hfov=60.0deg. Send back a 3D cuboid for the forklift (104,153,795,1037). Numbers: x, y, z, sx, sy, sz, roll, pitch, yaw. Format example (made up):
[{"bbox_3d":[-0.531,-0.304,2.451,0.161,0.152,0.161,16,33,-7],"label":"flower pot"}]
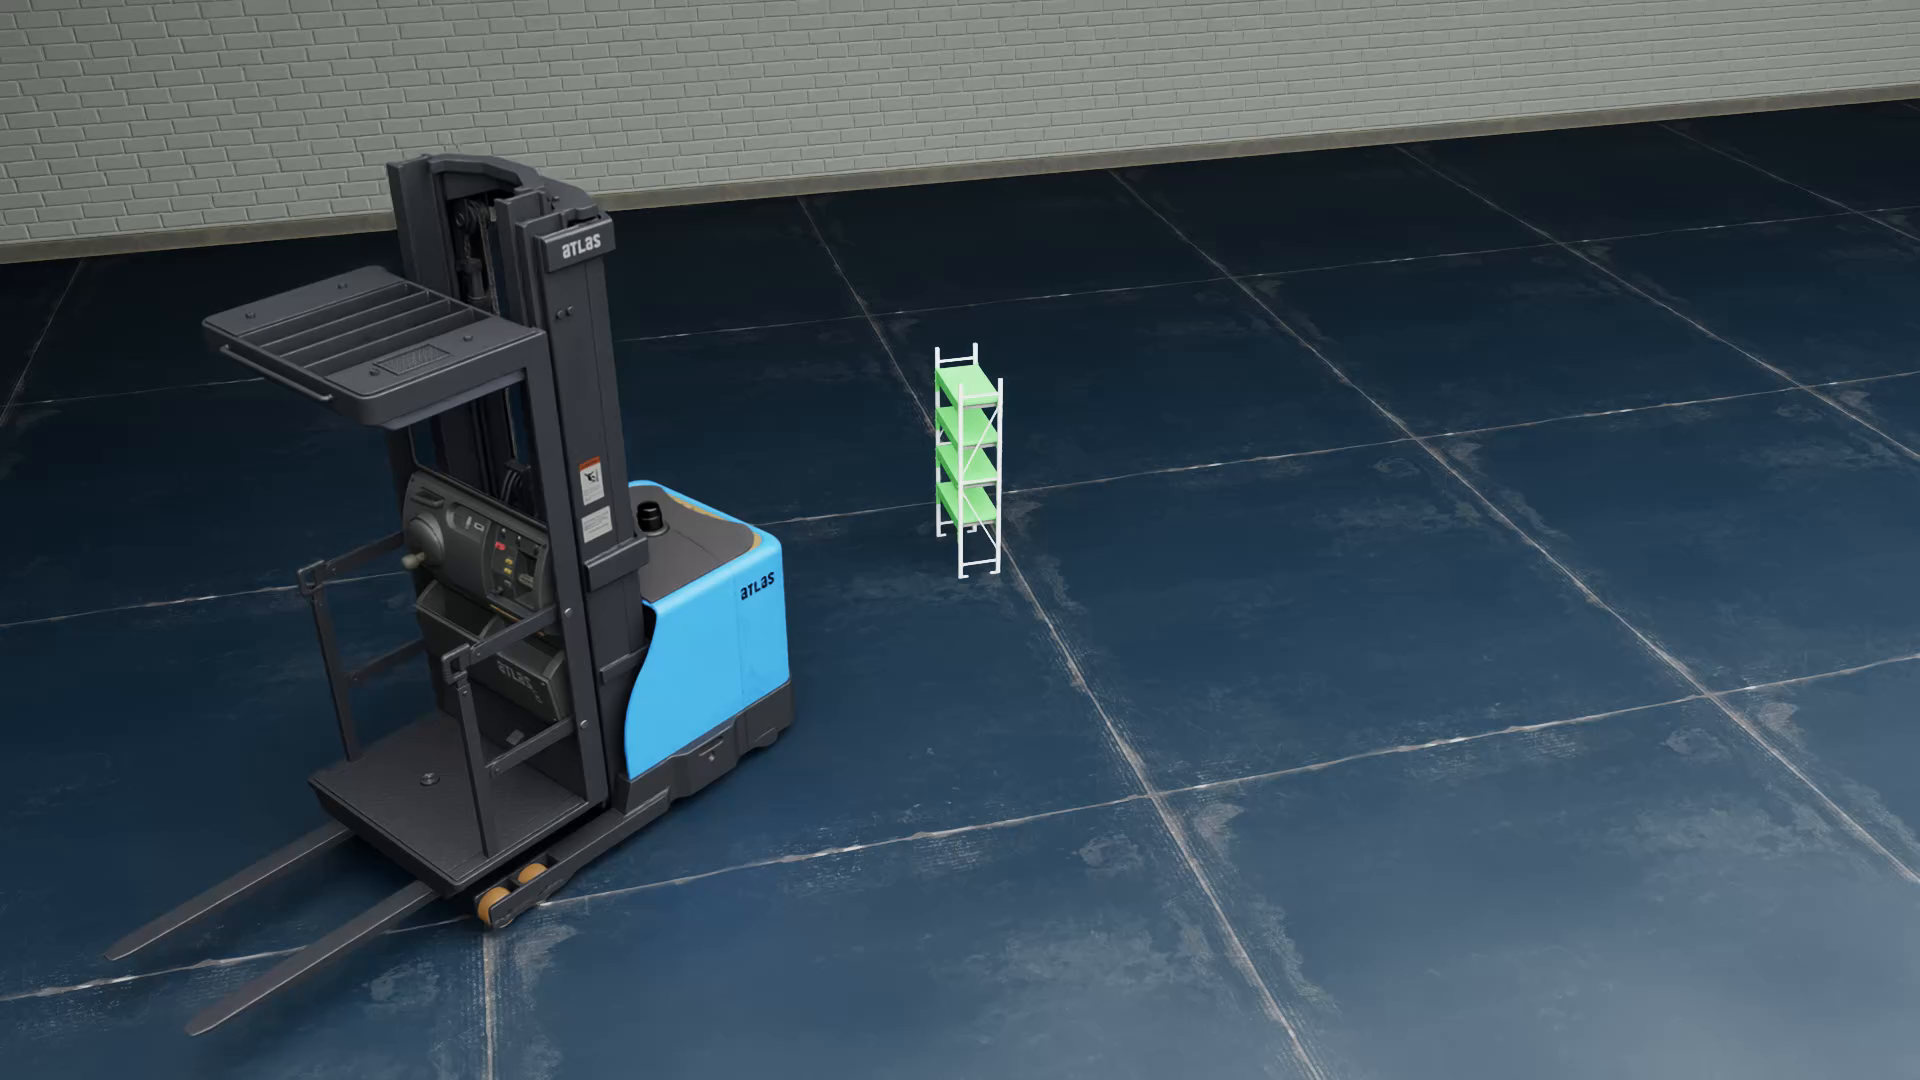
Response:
[{"bbox_3d":[-2.131,0.068,6.707,1.130,2.935,3.031,22,37,33],"label":"forklift"}]

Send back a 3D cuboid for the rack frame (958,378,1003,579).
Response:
[{"bbox_3d":[0.109,-0.321,9.108,0.240,1.200,0.015,-8,31,-13],"label":"rack frame"}]

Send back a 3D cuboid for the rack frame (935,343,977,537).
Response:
[{"bbox_3d":[-0.021,-0.557,9.515,0.240,1.200,0.015,-8,31,-13],"label":"rack frame"}]

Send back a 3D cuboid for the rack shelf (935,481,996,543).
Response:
[{"bbox_3d":[0.044,-0.176,9.464,0.258,0.148,0.480,-8,31,-13],"label":"rack shelf"}]

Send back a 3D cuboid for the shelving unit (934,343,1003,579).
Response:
[{"bbox_3d":[0.044,-0.439,9.311,0.258,1.200,0.503,-8,31,-13],"label":"shelving unit"}]

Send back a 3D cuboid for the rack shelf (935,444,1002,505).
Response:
[{"bbox_3d":[0.044,-0.384,9.343,0.258,0.148,0.480,-8,31,-13],"label":"rack shelf"}]

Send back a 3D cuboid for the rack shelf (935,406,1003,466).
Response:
[{"bbox_3d":[0.044,-0.592,9.223,0.258,0.148,0.480,-8,31,-13],"label":"rack shelf"}]

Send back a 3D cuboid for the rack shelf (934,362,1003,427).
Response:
[{"bbox_3d":[0.044,-0.799,9.103,0.258,0.148,0.480,-8,31,-13],"label":"rack shelf"}]
